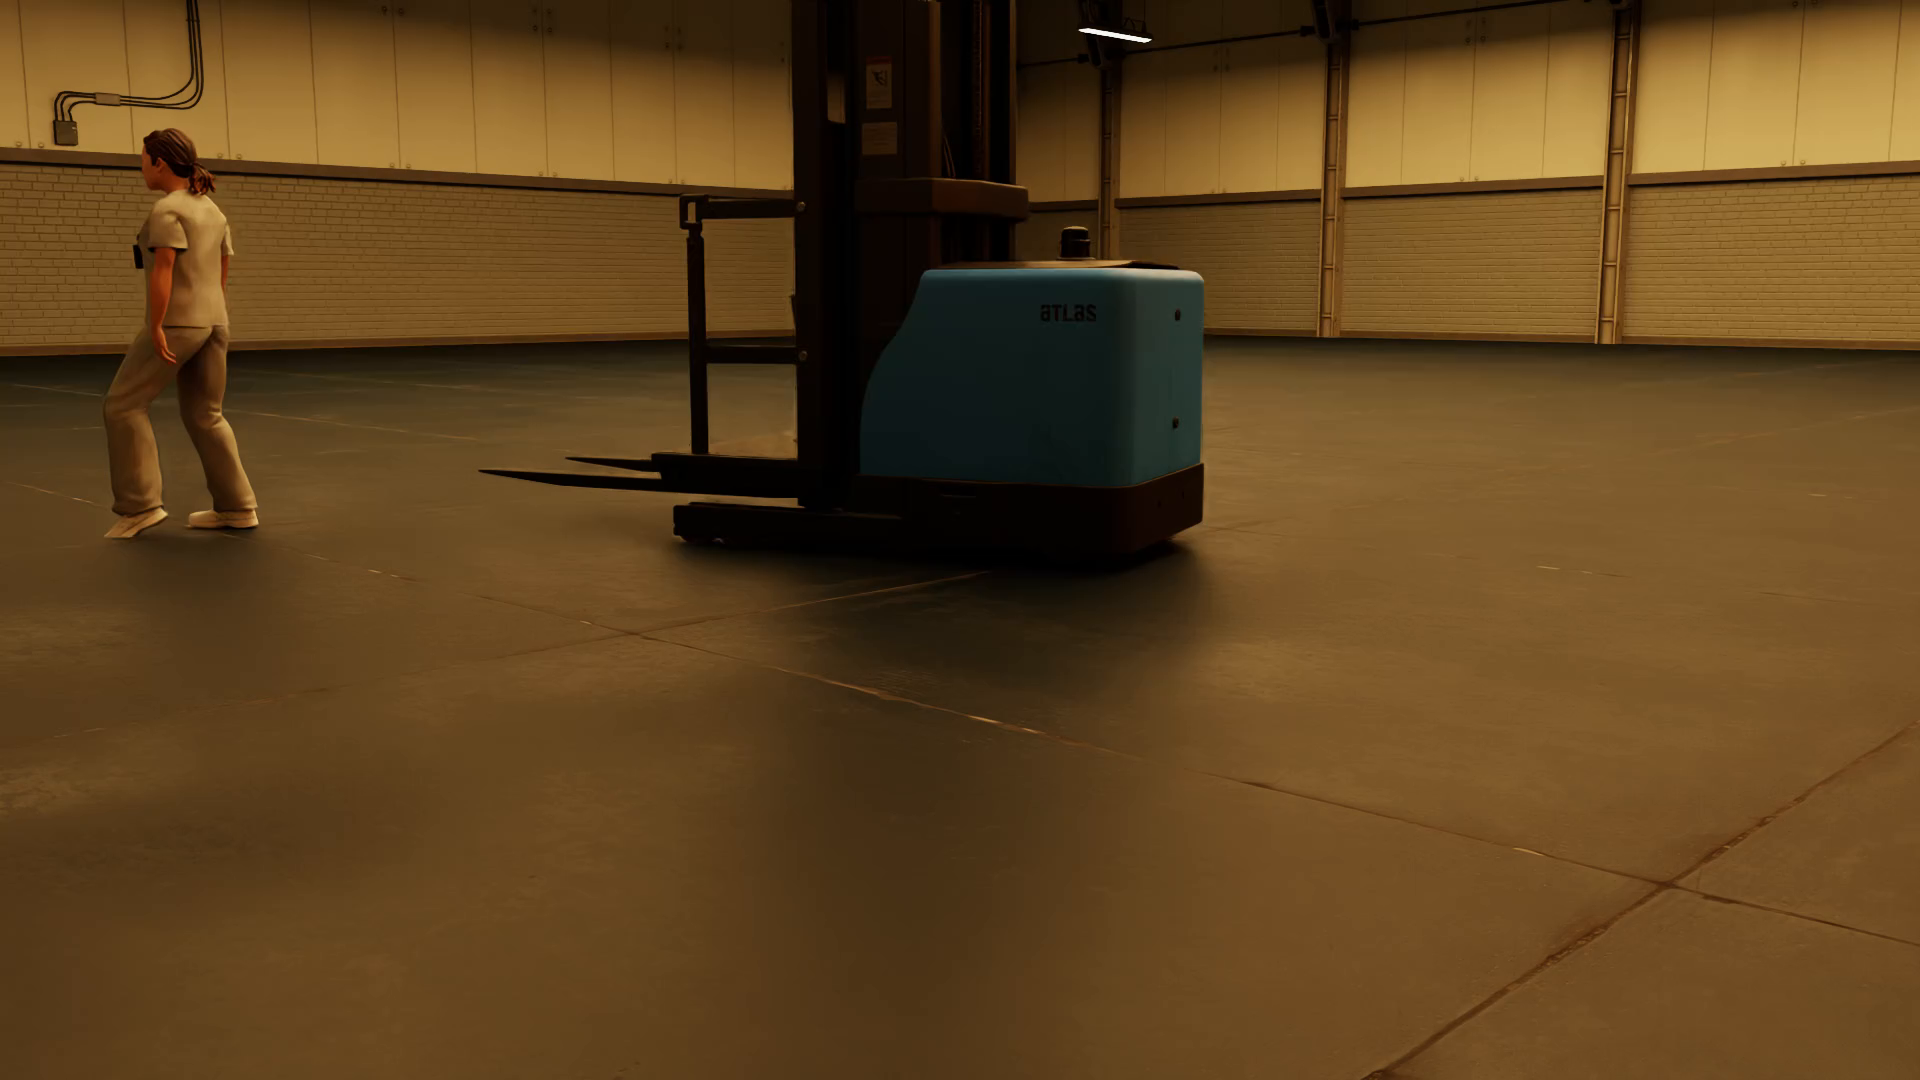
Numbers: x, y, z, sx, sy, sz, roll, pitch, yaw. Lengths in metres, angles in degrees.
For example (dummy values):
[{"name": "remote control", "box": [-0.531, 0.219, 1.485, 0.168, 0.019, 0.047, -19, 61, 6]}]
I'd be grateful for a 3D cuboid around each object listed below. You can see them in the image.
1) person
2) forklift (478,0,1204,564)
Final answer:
[{"name": "person", "box": [-3.250, -0.832, 6.899, 0.530, 1.710, 0.545, 1, 9, 7]}, {"name": "forklift", "box": [-0.581, -1.485, 6.735, 3.031, 2.935, 1.130, 4, 9, 24]}]
